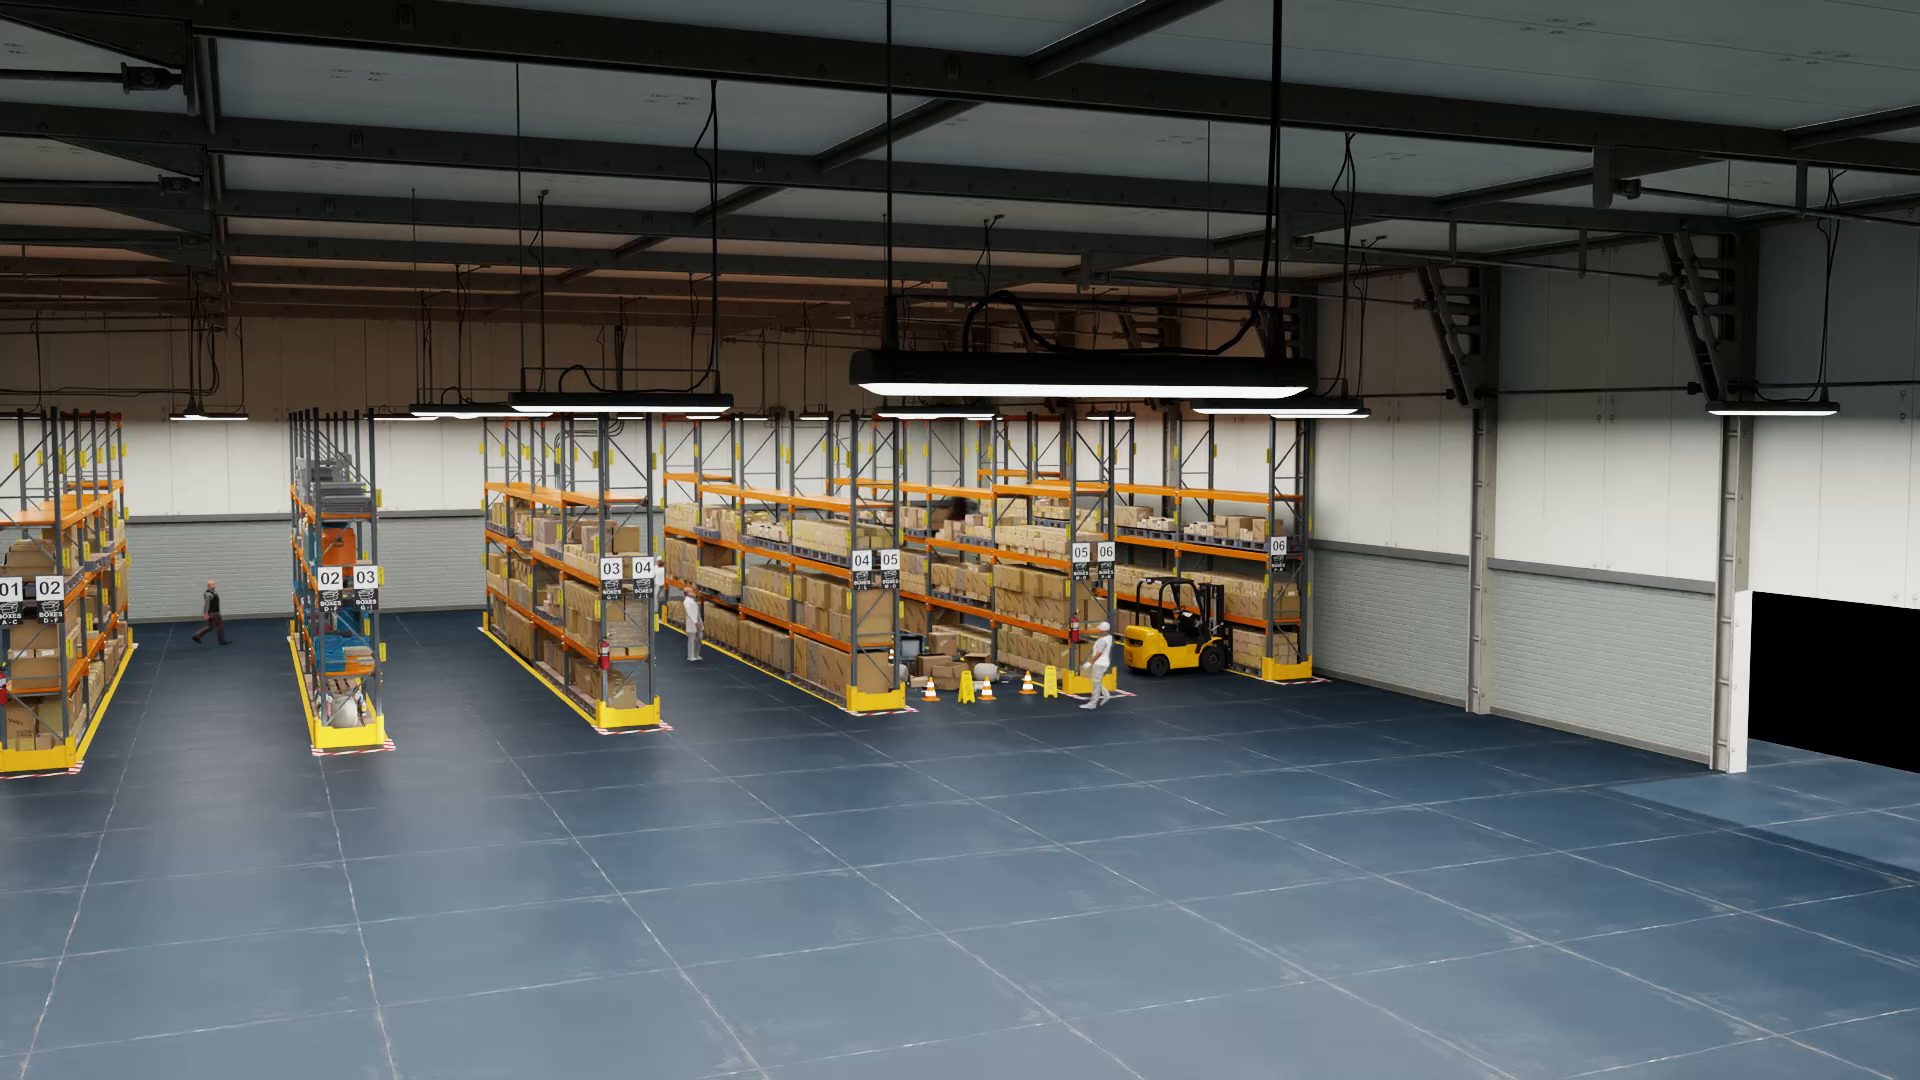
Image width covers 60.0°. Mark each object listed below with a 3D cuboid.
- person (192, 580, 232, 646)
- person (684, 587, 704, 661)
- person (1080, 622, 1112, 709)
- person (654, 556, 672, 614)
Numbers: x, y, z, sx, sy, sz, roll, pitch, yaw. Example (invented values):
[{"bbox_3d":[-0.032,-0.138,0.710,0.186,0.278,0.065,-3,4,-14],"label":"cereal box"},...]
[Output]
[{"bbox_3d":[-19.266,1.880,42.770,0.932,1.692,0.508,-4,6,-45],"label":"person"},{"bbox_3d":[-6.420,2.042,40.189,0.619,1.812,0.636,2,5,31],"label":"person"},{"bbox_3d":[2.727,2.505,33.318,0.640,1.768,0.628,0,4,5],"label":"person"},{"bbox_3d":[-9.021,1.350,50.245,0.697,1.728,1.047,1,4,8],"label":"person"}]
